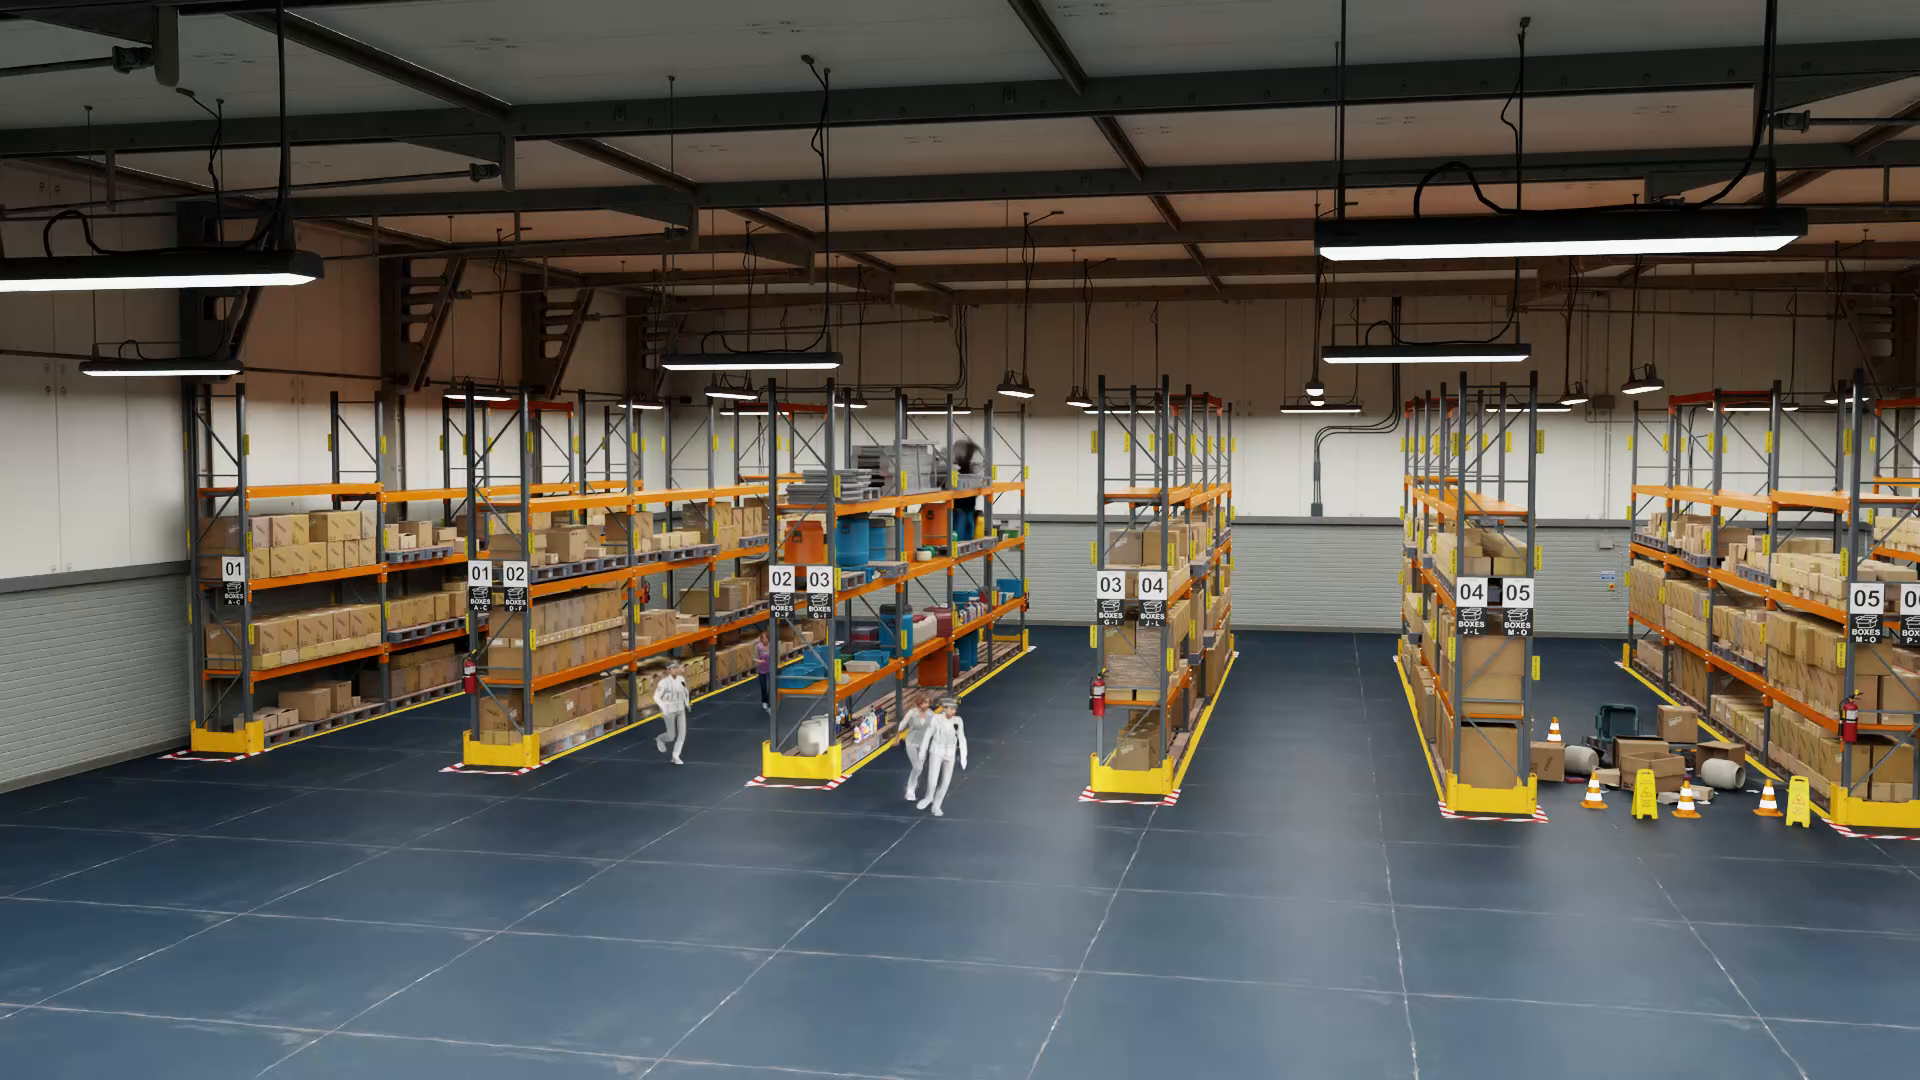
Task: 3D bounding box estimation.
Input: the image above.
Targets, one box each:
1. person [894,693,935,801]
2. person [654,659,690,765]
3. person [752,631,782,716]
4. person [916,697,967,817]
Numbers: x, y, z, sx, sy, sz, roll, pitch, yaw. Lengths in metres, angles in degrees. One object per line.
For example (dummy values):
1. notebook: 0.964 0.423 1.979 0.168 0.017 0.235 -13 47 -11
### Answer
1. person: -0.556 2.898 23.197 0.521 1.551 0.764 -2 4 -26
2. person: -4.540 2.688 26.217 0.631 1.652 0.652 -3 4 -38
3. person: -3.587 2.463 30.889 0.542 1.553 0.905 0 3 -5
4. person: -0.243 2.922 22.422 0.631 1.643 0.544 -1 3 -17
